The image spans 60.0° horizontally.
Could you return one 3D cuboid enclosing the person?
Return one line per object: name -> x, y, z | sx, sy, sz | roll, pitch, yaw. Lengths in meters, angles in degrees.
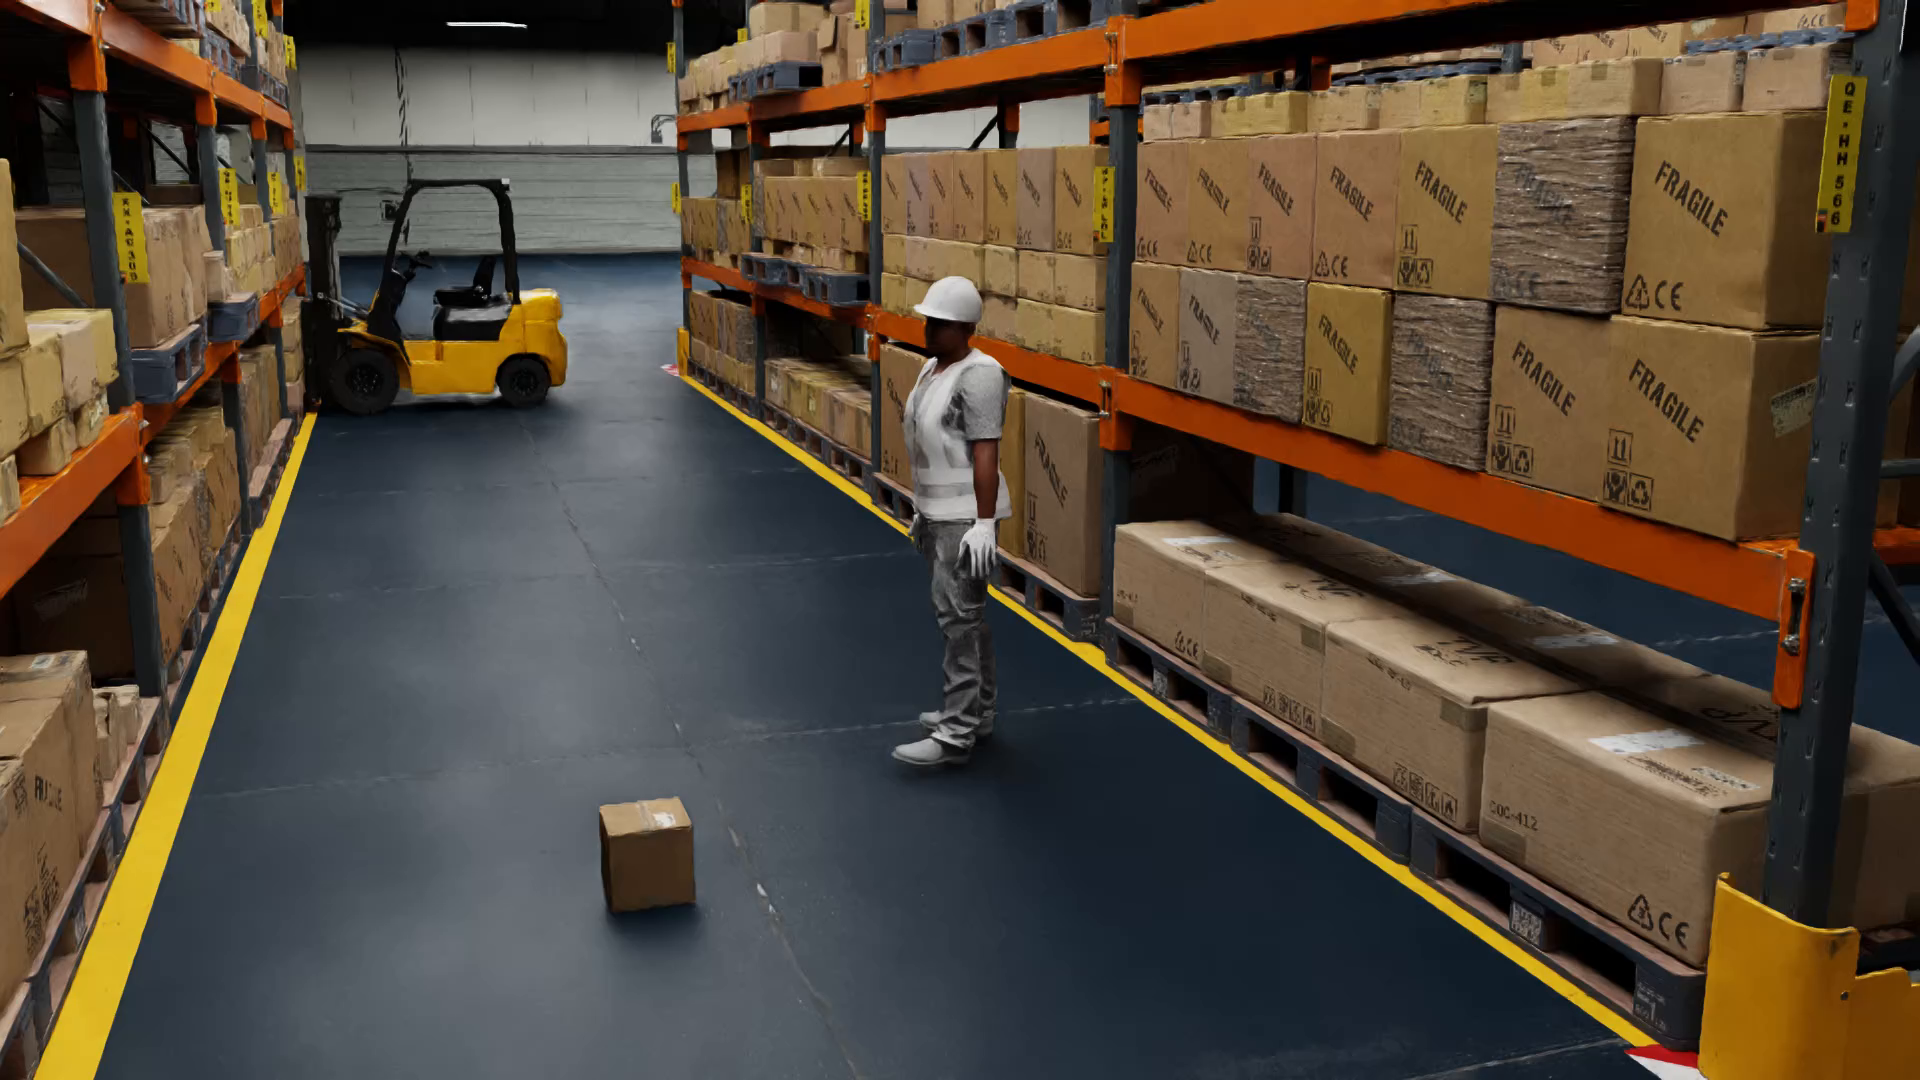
person -> -0.053, -0.071, 6.127 | 0.514, 1.784, 0.646 | -4, 13, -18
